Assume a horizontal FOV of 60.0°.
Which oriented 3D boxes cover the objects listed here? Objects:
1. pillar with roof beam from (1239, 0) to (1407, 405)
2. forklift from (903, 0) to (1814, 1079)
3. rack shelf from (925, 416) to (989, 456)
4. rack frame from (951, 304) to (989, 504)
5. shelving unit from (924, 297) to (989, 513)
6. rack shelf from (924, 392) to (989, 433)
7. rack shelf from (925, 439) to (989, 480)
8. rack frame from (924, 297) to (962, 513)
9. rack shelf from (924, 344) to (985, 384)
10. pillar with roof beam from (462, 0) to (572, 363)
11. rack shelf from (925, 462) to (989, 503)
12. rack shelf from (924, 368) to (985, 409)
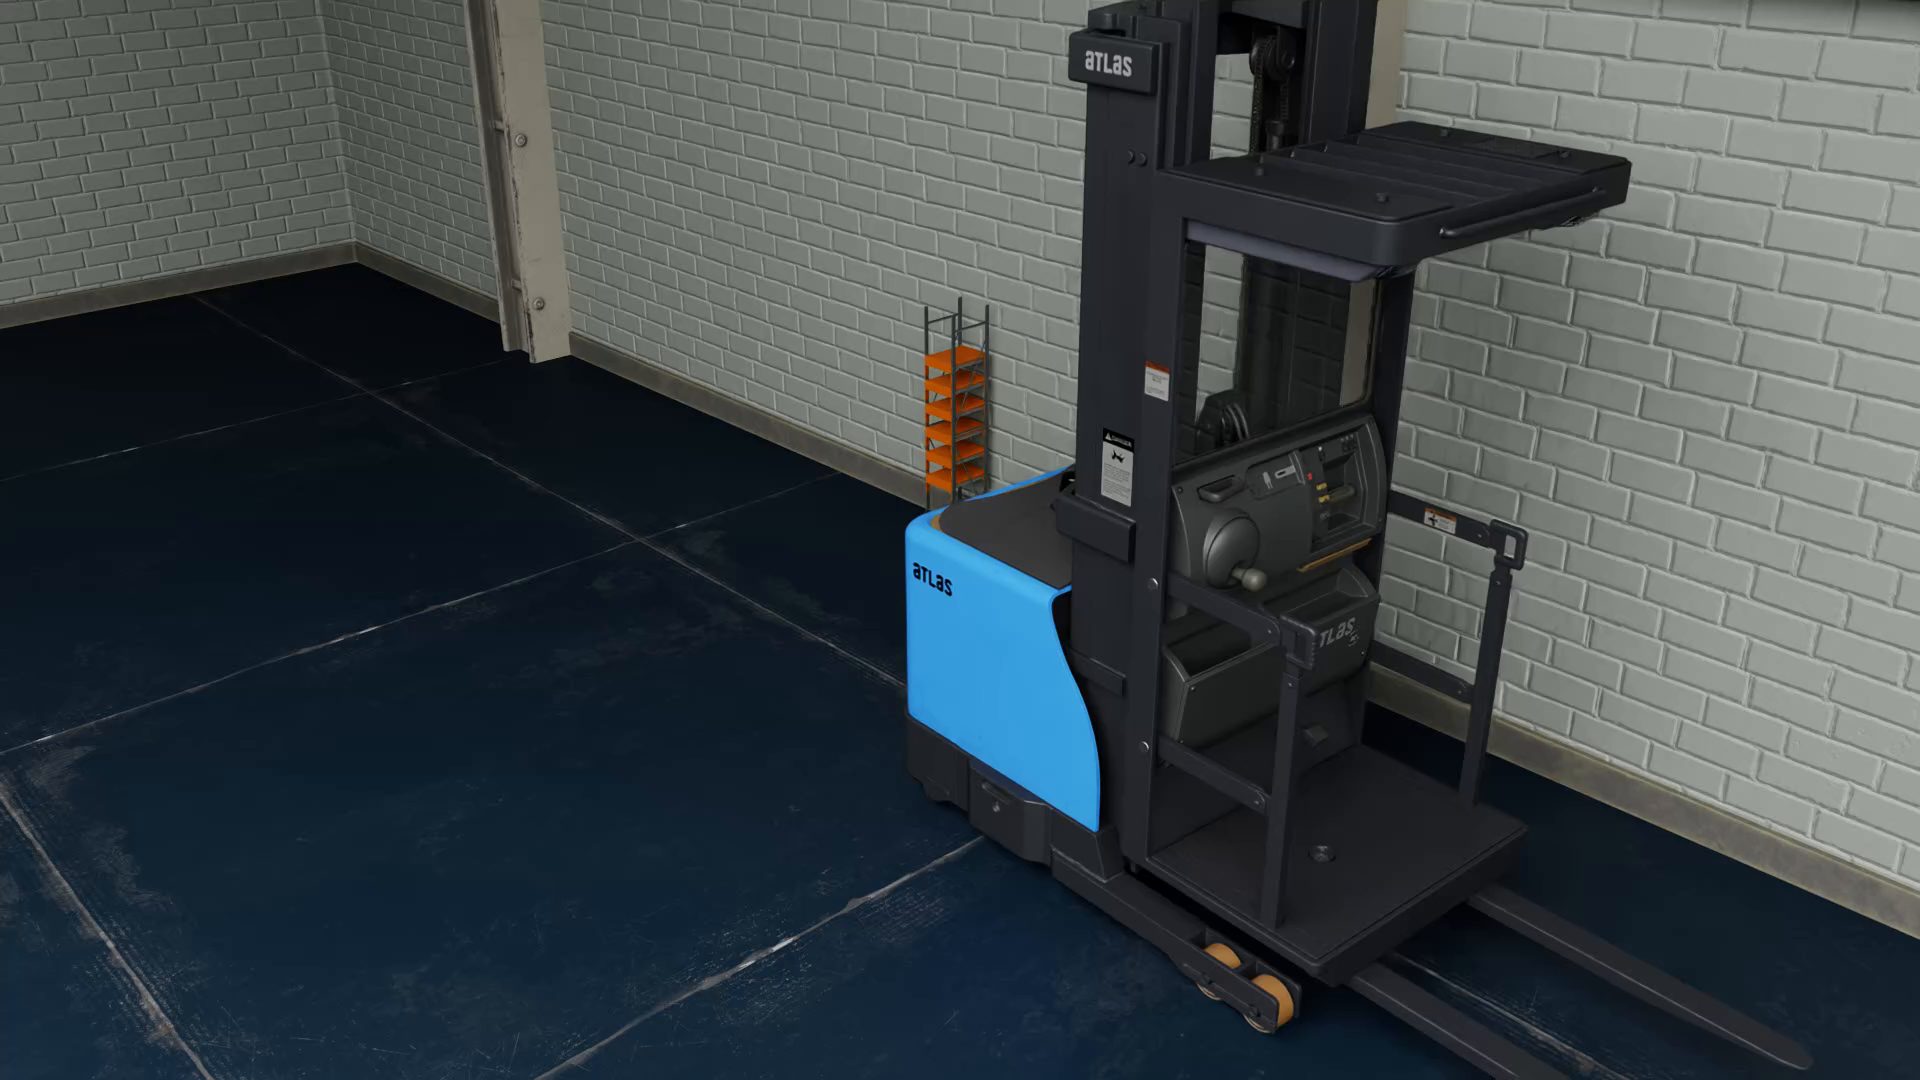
[{"bbox_3d":[-1.820,-2.300,2.449,9.100,9.000,0.400,-21,32,-38],"label":"pillar with roof beam"},{"bbox_3d":[1.123,-0.090,4.917,1.130,2.935,3.031,-19,31,-36],"label":"forklift"},{"bbox_3d":[-0.015,-0.507,8.022,0.258,0.103,0.180,-22,32,-39],"label":"rack shelf"},{"bbox_3d":[0.049,-0.520,7.944,0.240,1.200,0.006,-22,32,-39],"label":"rack frame"},{"bbox_3d":[-0.015,-0.547,8.003,0.258,1.200,0.189,-22,32,-39],"label":"shelving unit"},{"bbox_3d":[-0.015,-0.616,7.972,0.258,0.103,0.180,-22,32,-39],"label":"rack shelf"},{"bbox_3d":[-0.015,-0.397,8.072,0.258,0.103,0.180,-22,32,-39],"label":"rack shelf"},{"bbox_3d":[-0.079,-0.574,8.063,0.240,1.200,0.006,-22,32,-39],"label":"rack frame"},{"bbox_3d":[-0.015,-0.834,7.872,0.258,0.103,0.180,-22,32,-39],"label":"rack shelf"},{"bbox_3d":[-5.921,-4.117,6.433,9.100,9.000,0.400,-21,32,-38],"label":"pillar with roof beam"},{"bbox_3d":[-0.015,-0.288,8.121,0.258,0.103,0.180,-22,32,-39],"label":"rack shelf"},{"bbox_3d":[-0.015,-0.725,7.922,0.258,0.103,0.180,-22,32,-39],"label":"rack shelf"}]
